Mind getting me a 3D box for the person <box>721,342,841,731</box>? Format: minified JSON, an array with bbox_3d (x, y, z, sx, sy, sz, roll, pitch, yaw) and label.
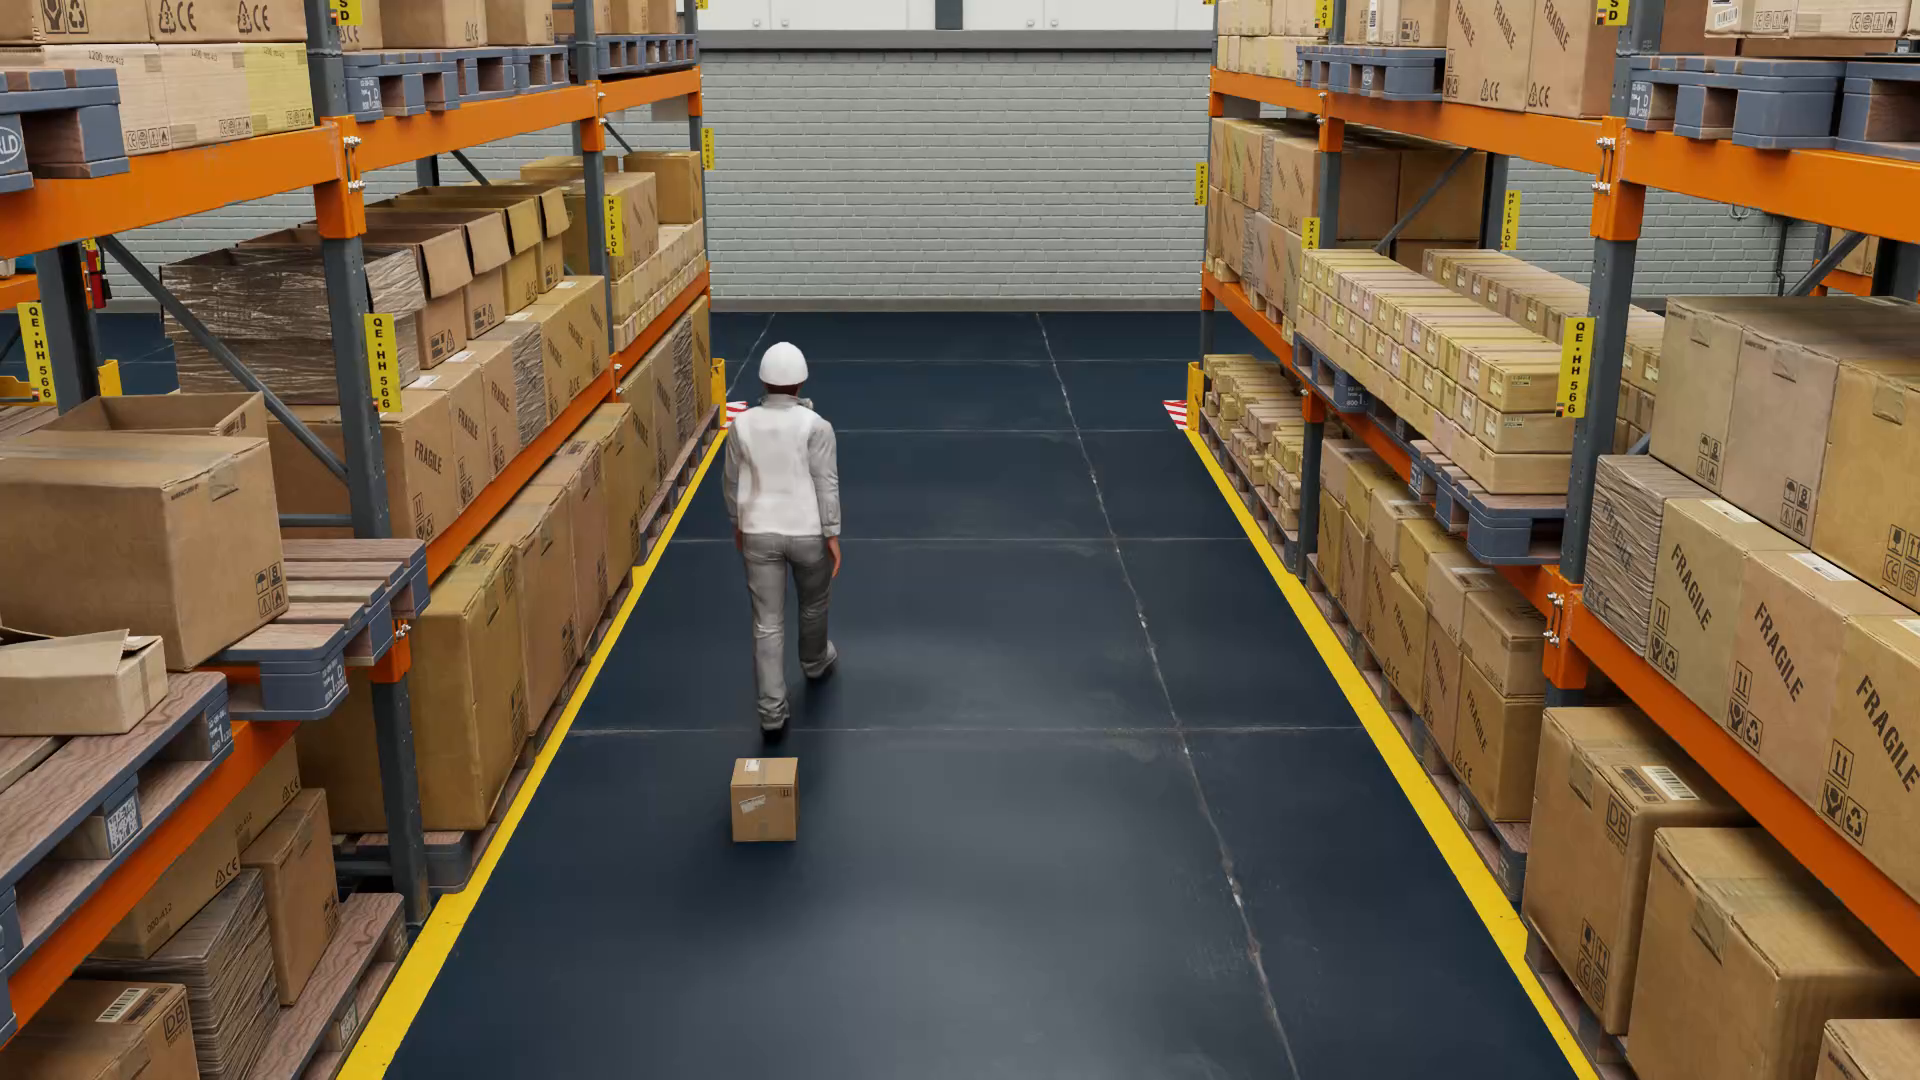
[{"bbox_3d":[-0.821,-0.064,7.728,0.565,1.713,1.057,0,17,1],"label":"person"}]
